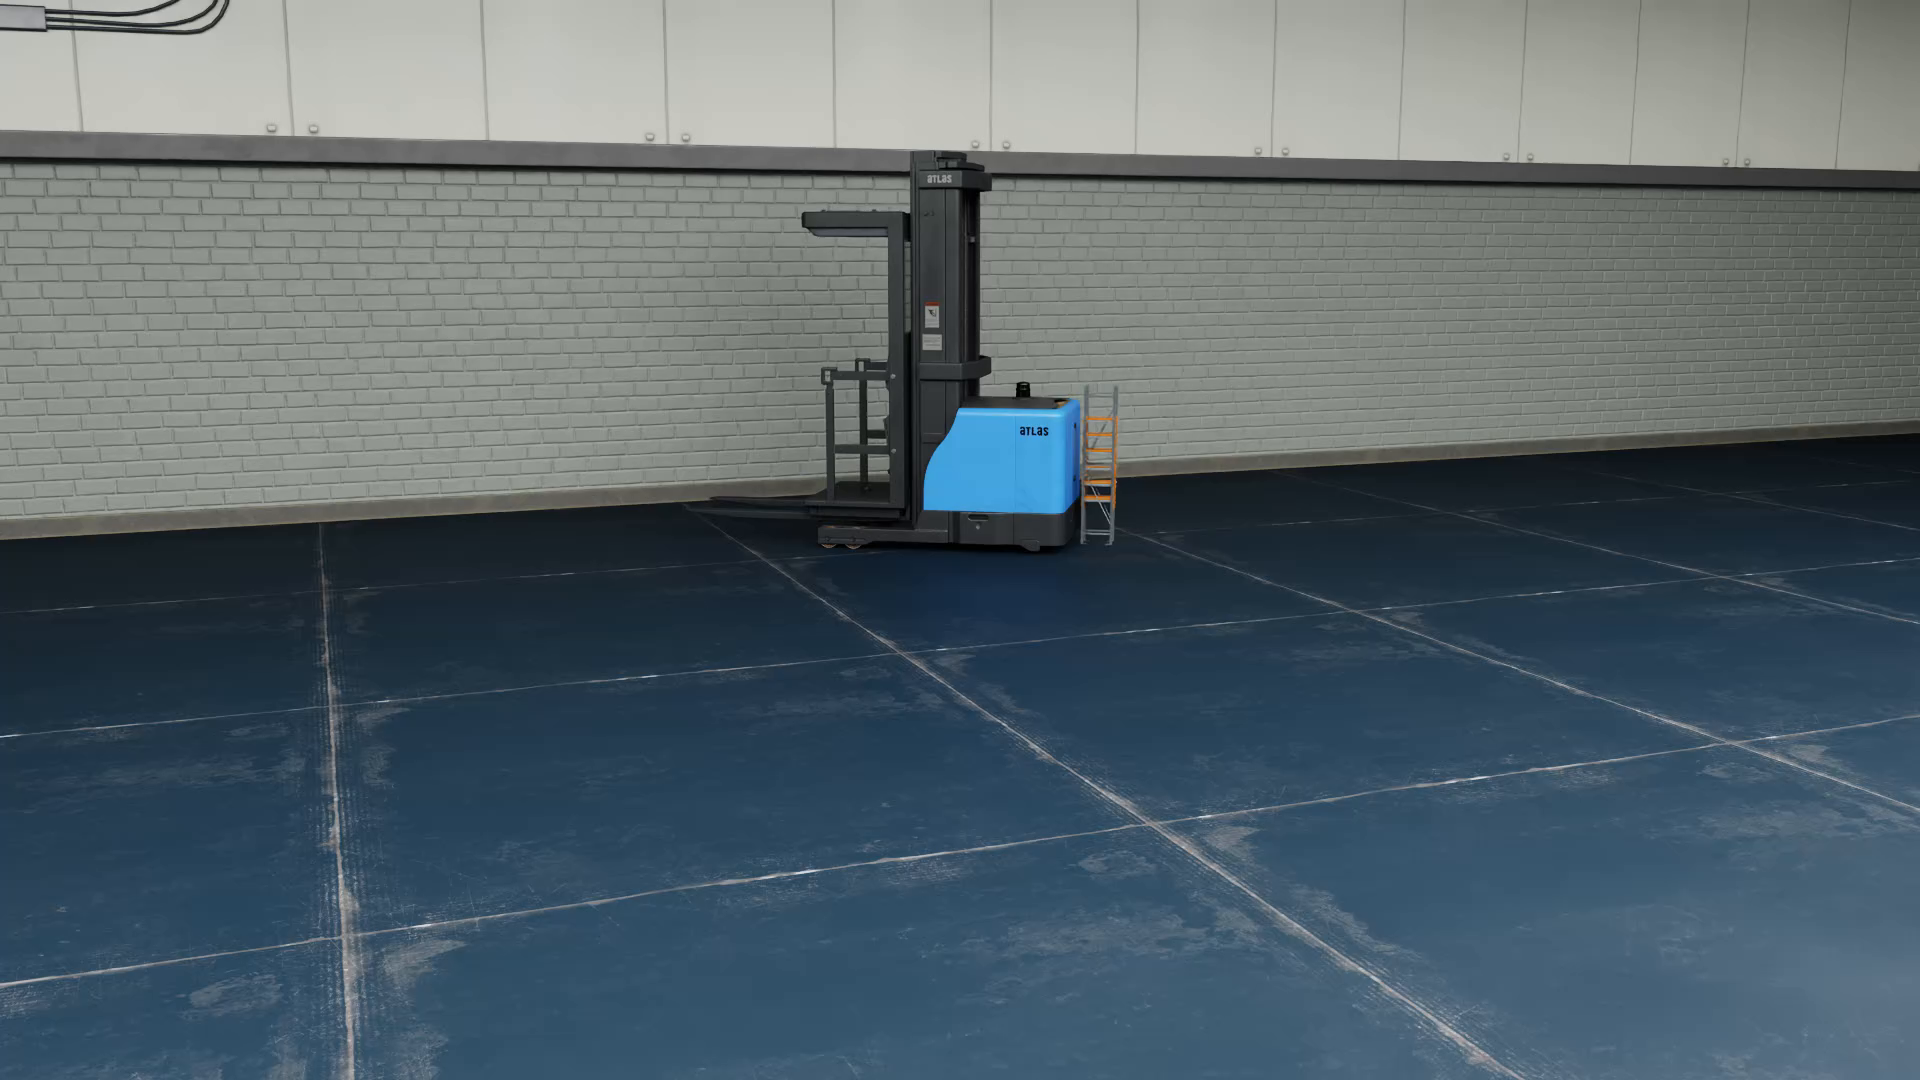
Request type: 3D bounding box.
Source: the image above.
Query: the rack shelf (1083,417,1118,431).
[{"bbox_3d":[1.068,-0.886,12.646,0.258,0.103,0.180,2,7,9],"label":"rack shelf"}]

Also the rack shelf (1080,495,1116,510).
[{"bbox_3d":[1.059,-0.291,12.723,0.258,0.103,0.180,2,7,9],"label":"rack shelf"}]

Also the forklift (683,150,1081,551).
[{"bbox_3d":[-0.616,-1.465,12.785,3.031,2.935,1.130,2,10,11],"label":"forklift"}]

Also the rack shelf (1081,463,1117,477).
[{"bbox_3d":[1.063,-0.529,12.692,0.258,0.103,0.180,2,7,9],"label":"rack shelf"}]

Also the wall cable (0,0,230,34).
[{"bbox_3d":[-6.678,-6.151,12.091,2.305,6.003,0.169,-4,11,-21],"label":"wall cable"}]

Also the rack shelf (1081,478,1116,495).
[{"bbox_3d":[1.061,-0.410,12.707,0.258,0.103,0.180,2,7,9],"label":"rack shelf"}]

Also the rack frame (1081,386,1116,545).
[{"bbox_3d":[1.048,-0.562,12.597,0.240,1.200,0.006,2,7,9],"label":"rack frame"}]

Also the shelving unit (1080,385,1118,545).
[{"bbox_3d":[1.063,-0.573,12.686,0.258,1.200,0.189,2,7,9],"label":"shelving unit"}]

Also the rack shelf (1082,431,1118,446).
[{"bbox_3d":[1.066,-0.767,12.661,0.258,0.103,0.180,2,7,9],"label":"rack shelf"}]

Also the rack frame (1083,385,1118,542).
[{"bbox_3d":[1.079,-0.584,12.776,0.240,1.200,0.006,2,7,9],"label":"rack frame"}]

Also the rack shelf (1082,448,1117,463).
[{"bbox_3d":[1.065,-0.648,12.677,0.258,0.103,0.180,2,7,9],"label":"rack shelf"}]
